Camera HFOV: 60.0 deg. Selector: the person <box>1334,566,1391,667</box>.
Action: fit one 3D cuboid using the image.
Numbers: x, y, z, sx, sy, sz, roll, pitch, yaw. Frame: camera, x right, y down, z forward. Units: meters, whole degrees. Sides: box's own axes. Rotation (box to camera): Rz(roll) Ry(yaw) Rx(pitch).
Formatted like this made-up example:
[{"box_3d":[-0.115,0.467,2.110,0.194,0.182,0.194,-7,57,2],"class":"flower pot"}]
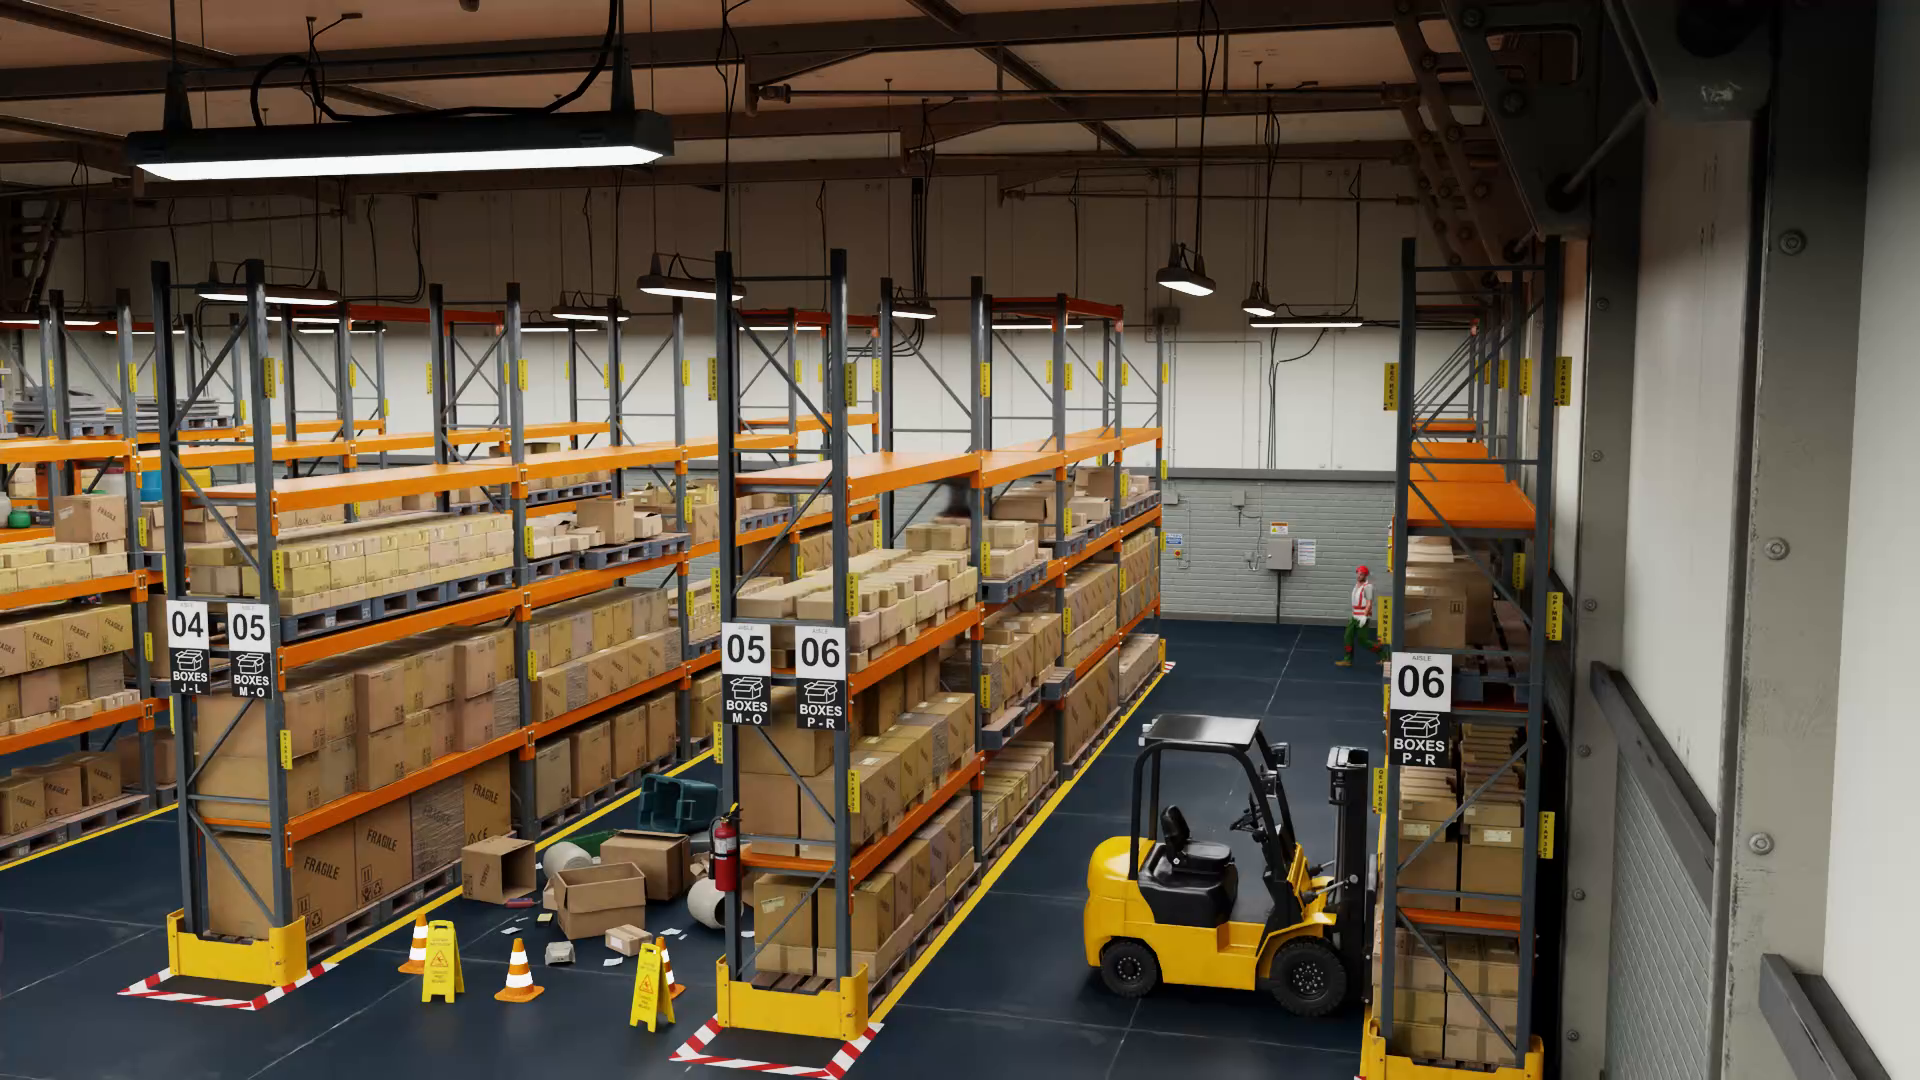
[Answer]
[{"box_3d":[6.857,1.305,28.217,0.944,1.746,0.597,1,6,12],"class":"person"}]
